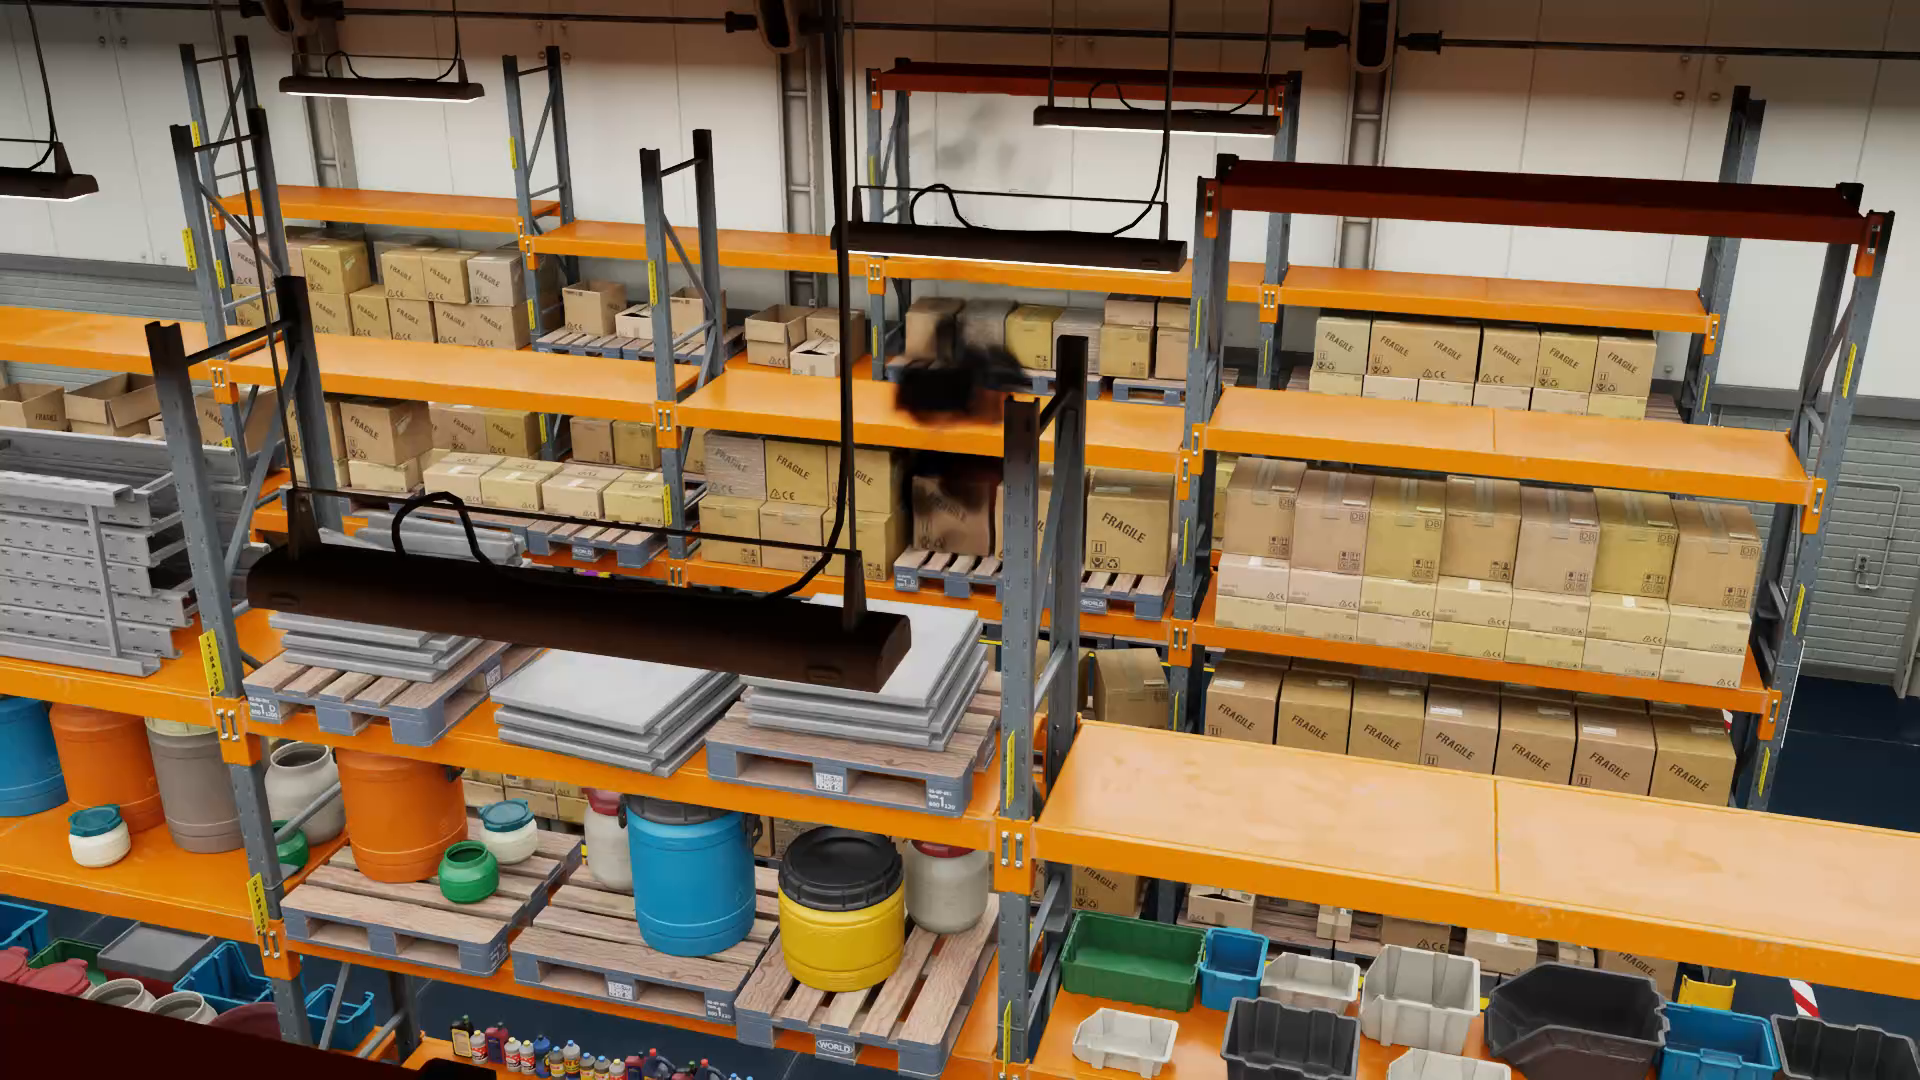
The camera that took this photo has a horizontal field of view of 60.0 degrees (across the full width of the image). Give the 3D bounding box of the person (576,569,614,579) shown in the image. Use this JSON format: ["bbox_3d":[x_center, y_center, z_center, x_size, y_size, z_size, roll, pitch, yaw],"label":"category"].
[{"bbox_3d":[-3.681,0.757,16.732,0.870,1.745,0.712,4,23,11],"label":"person"}]
